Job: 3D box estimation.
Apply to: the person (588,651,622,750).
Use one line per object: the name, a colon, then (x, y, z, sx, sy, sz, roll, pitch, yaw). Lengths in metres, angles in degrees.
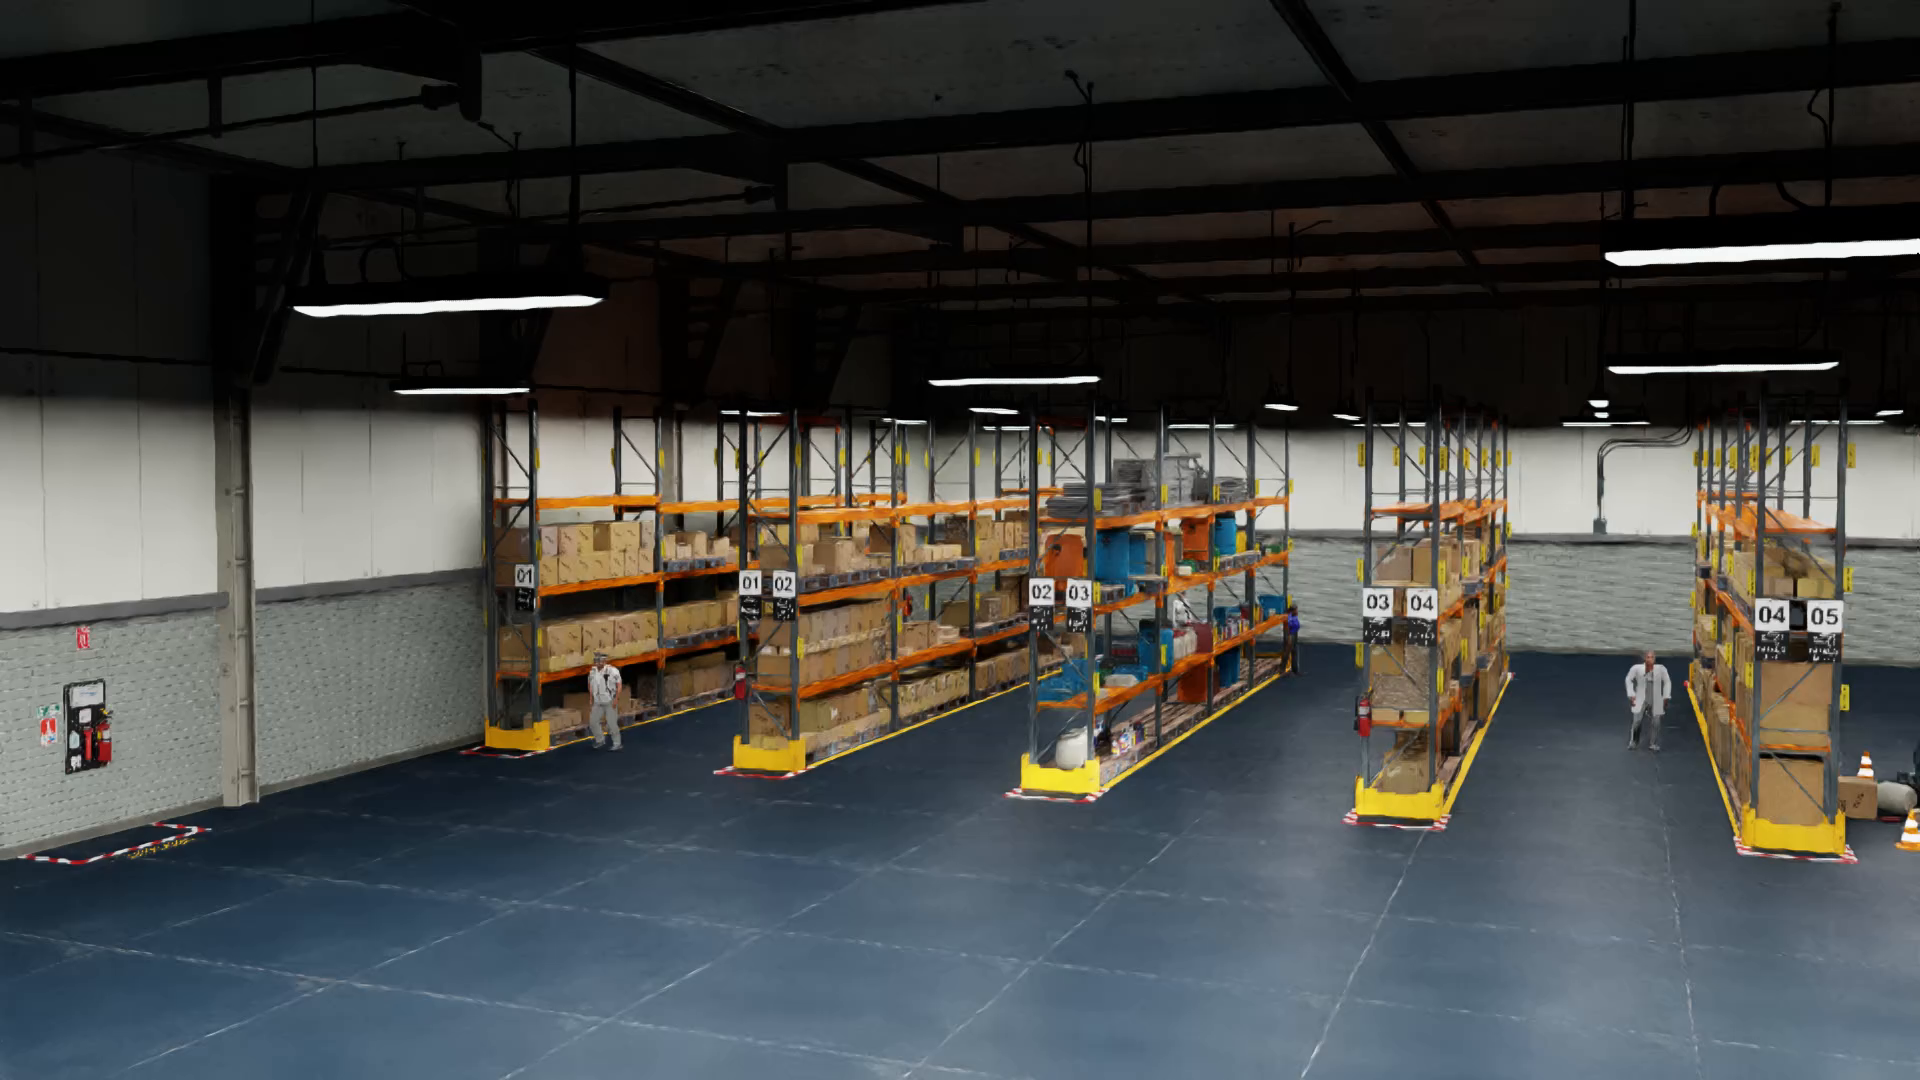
person: (-6.095, 2.742, 28.537, 0.682, 1.715, 0.542, 1, 3, 20)

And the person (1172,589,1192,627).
person: (5.753, 2.059, 43.191, 0.495, 1.589, 1.086, 1, 3, 23)

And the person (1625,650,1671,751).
person: (11.767, 2.856, 28.462, 0.729, 1.495, 0.546, 1, 3, 20)

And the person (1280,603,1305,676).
person: (7.620, 2.286, 38.218, 0.490, 1.657, 0.575, 2, 3, 28)

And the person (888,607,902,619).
person: (-1.706, 1.911, 44.685, 0.561, 1.789, 0.528, -1, 3, -28)
